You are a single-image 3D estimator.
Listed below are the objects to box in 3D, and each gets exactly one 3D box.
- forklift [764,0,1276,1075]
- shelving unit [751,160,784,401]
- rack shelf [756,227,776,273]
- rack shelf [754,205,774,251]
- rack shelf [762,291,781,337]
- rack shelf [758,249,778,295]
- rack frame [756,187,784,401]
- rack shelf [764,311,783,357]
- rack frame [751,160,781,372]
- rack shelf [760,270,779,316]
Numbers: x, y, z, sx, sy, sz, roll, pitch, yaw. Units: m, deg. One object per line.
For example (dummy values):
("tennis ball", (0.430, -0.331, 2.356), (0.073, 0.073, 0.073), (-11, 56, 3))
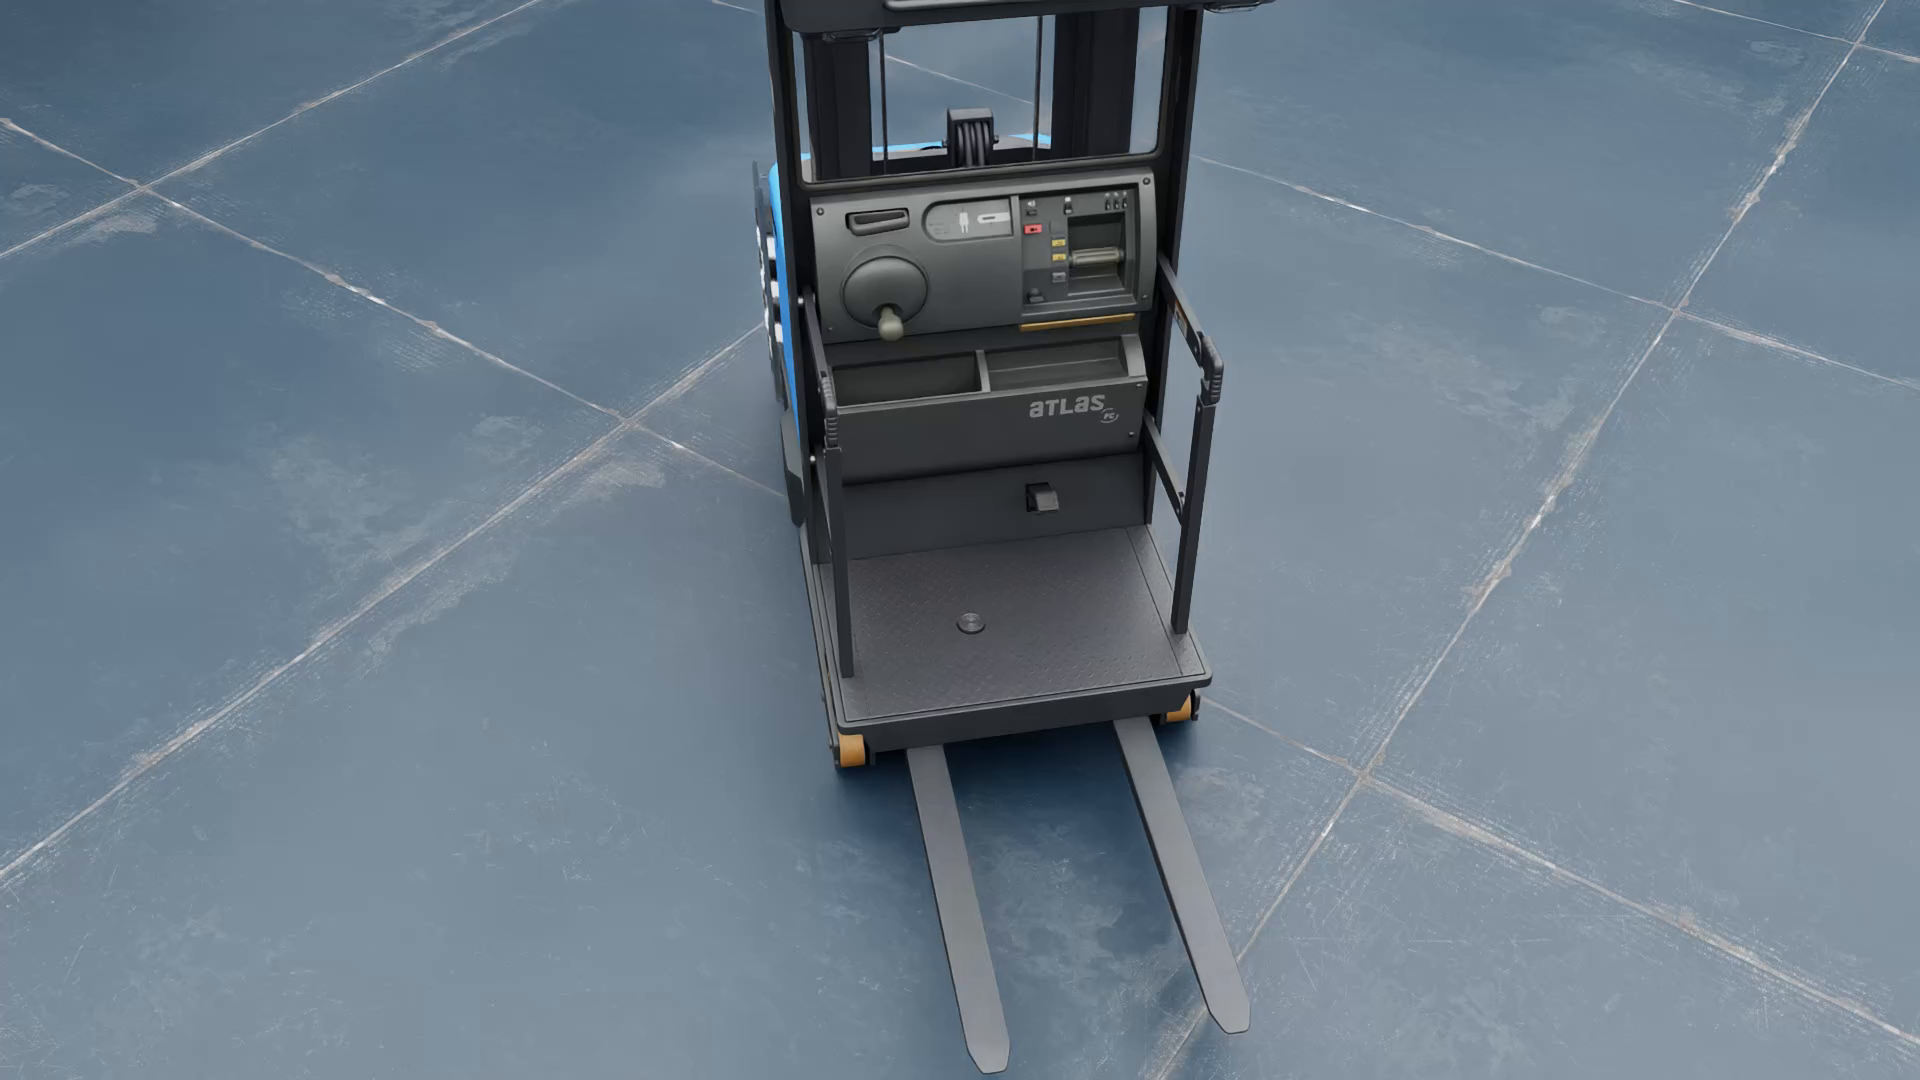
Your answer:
("forklift", (0.112, -0.679, 4.311), (1.130, 2.935, 3.031), (-7, 42, -8))
("shelving unit", (-0.602, -0.953, 6.135), (0.258, 0.900, 0.210), (-7, 40, -8))
("rack shelf", (-0.603, -1.065, 6.041), (0.258, 0.077, 0.200), (-7, 40, -8))
("rack shelf", (-0.603, -1.134, 5.983), (0.258, 0.077, 0.200), (-7, 40, -8))
("rack shelf", (-0.601, -0.858, 6.214), (0.258, 0.077, 0.200), (-7, 40, -8))
("rack shelf", (-0.602, -0.996, 6.099), (0.258, 0.077, 0.200), (-7, 40, -8))
("rack frame", (-0.584, -0.889, 6.058), (0.240, 0.900, 0.006), (-7, 40, -8))
("rack shelf", (-0.601, -0.789, 6.272), (0.258, 0.077, 0.200), (-7, 40, -8))
("rack frame", (-0.620, -1.017, 6.212), (0.240, 0.900, 0.006), (-7, 40, -8))
("rack shelf", (-0.602, -0.927, 6.156), (0.258, 0.077, 0.200), (-7, 40, -8))
